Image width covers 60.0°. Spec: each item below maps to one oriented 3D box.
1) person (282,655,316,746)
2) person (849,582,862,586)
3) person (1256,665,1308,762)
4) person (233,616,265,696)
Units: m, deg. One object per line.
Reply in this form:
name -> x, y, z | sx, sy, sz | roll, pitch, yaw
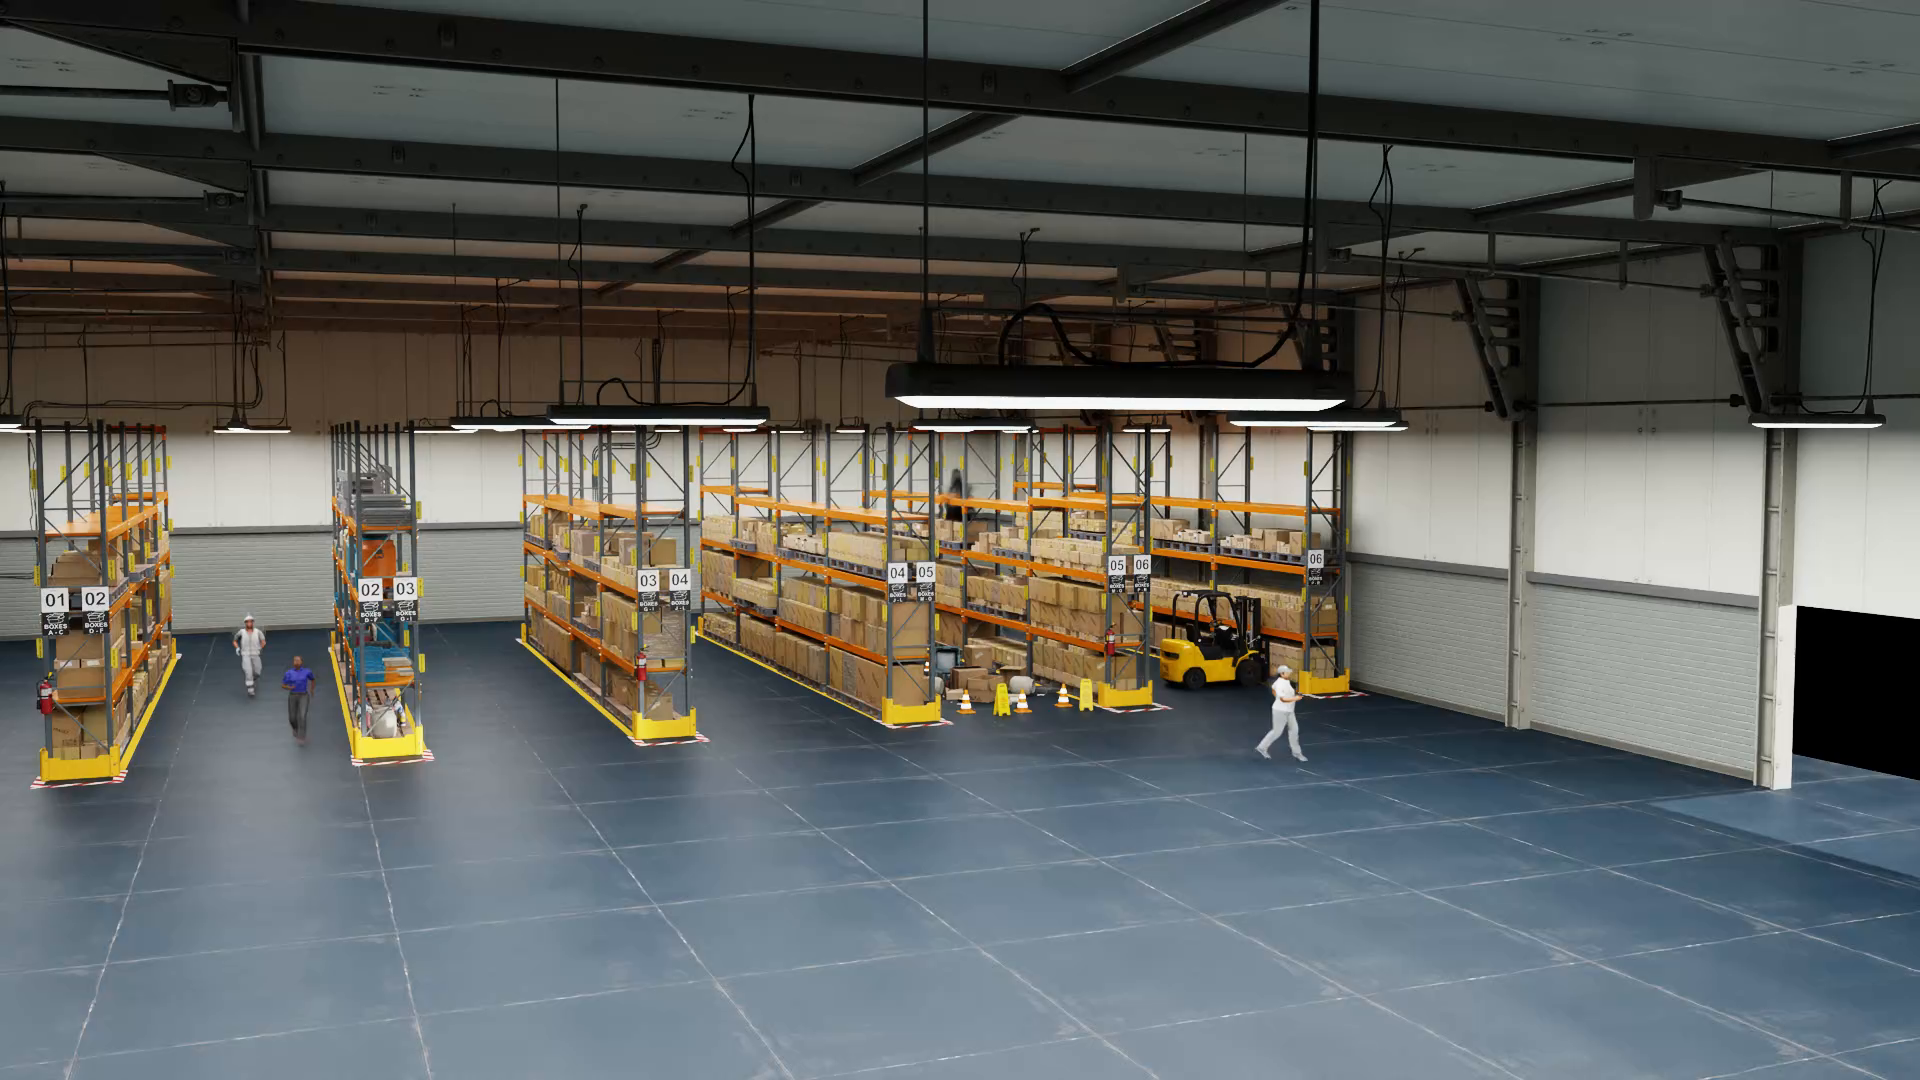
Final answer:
person -> -12.304, 2.958, 30.951 | 0.585, 1.630, 0.898 | -1, 4, -19
person -> -3.126, 1.661, 51.273 | 0.914, 1.762, 0.733 | 0, 4, 0
person -> 5.676, 3.045, 29.264 | 0.883, 1.694, 0.589 | 1, 4, 22
person -> -15.699, 2.553, 36.759 | 0.663, 1.748, 0.780 | -2, 4, -31
